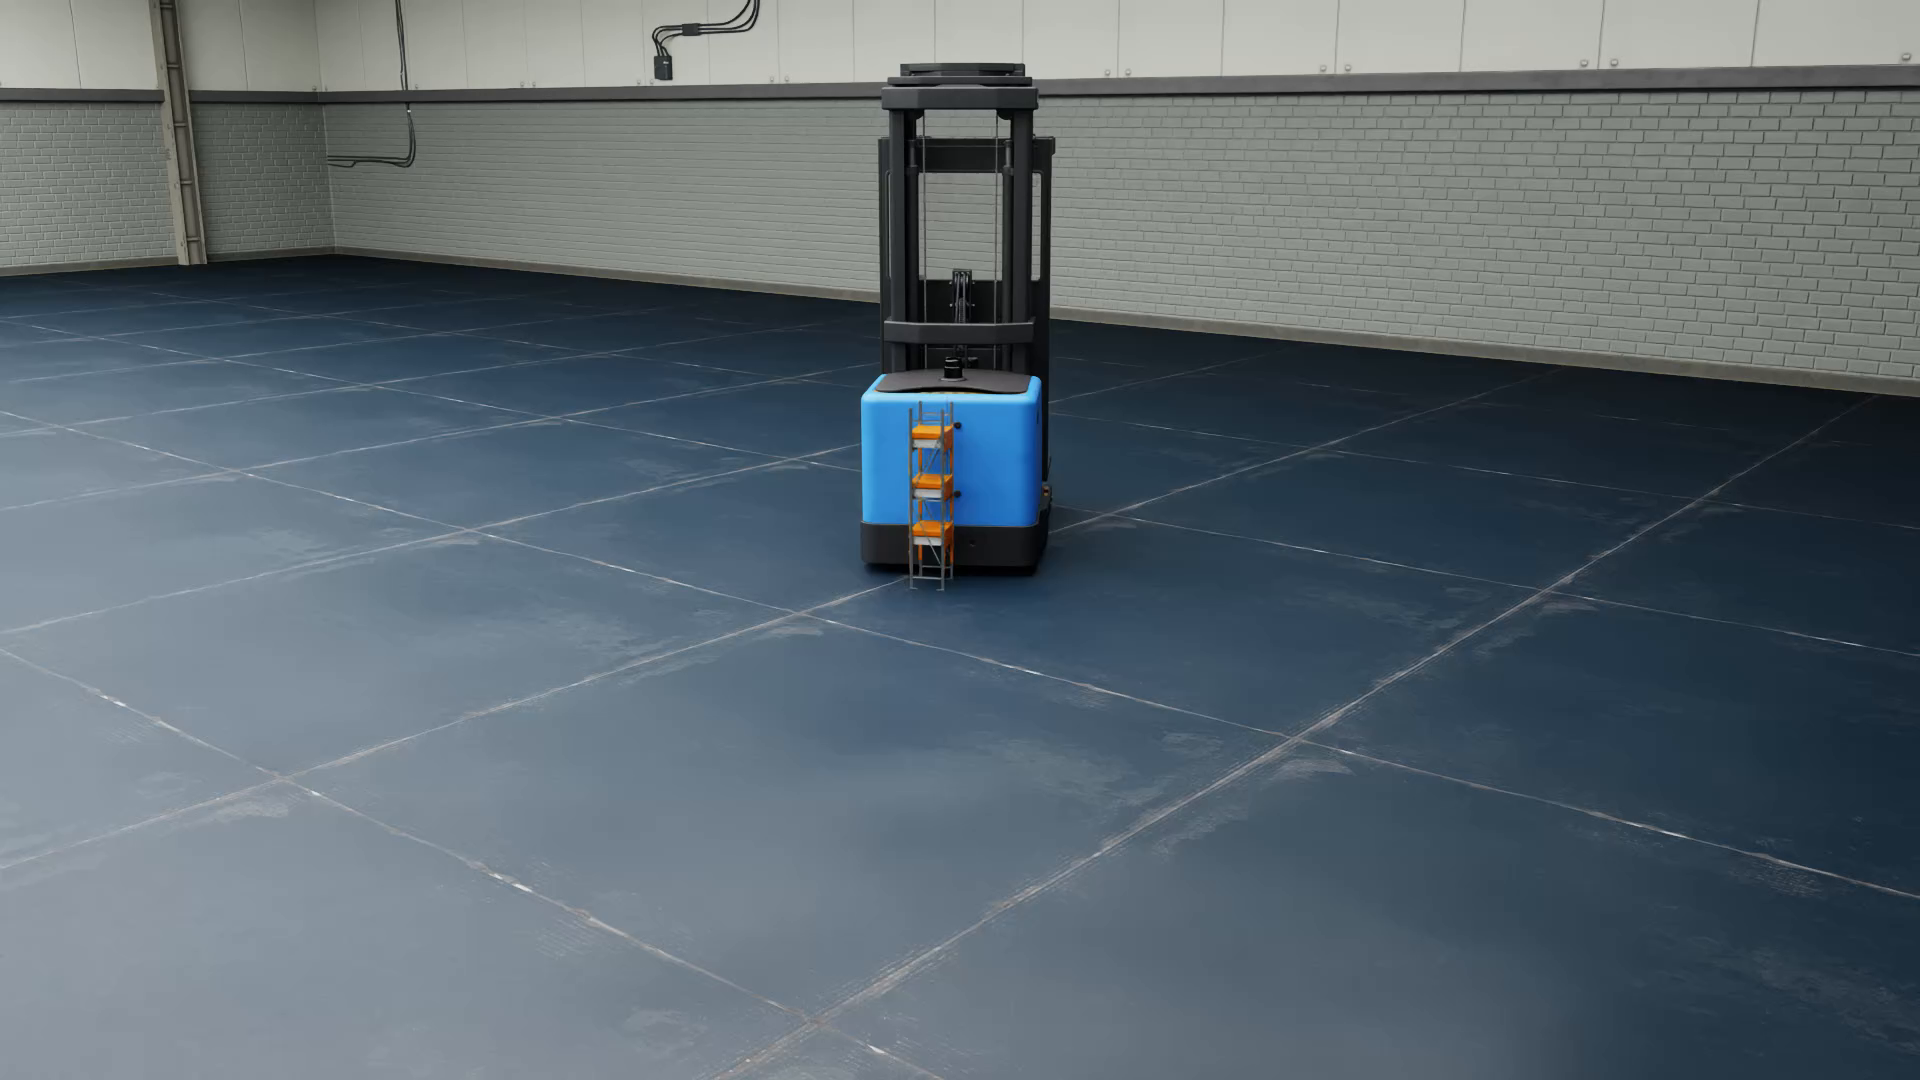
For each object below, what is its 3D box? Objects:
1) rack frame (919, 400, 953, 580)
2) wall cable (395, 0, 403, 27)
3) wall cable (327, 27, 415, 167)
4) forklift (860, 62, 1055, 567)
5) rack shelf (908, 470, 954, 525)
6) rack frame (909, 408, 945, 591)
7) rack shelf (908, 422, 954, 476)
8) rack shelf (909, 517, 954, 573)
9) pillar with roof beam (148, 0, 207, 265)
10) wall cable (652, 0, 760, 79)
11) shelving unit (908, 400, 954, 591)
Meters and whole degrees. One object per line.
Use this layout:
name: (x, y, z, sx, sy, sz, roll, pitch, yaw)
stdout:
rack frame: (-0.138, -0.282, 9.601, 0.200, 1.050, 0.008, 3, 15, 11)
wall cable: (-9.156, -10.333, 29.071, 3.097, 2.526, 0.112, 11, 18, 38)
wall cable: (-11.260, -8.304, 31.341, 3.097, 2.526, 0.112, 11, 18, 38)
forklift: (0.053, -1.575, 10.870, 1.130, 2.935, 3.031, 1, 14, 5)
rack shelf: (-0.162, -0.242, 9.488, 0.215, 0.259, 0.240, 3, 15, 11)
rack frame: (-0.187, -0.223, 9.369, 0.200, 1.050, 0.008, 3, 15, 11)
rack shelf: (-0.162, -0.517, 9.418, 0.215, 0.259, 0.240, 3, 15, 11)
rack shelf: (-0.163, 0.027, 9.556, 0.215, 0.259, 0.240, 3, 15, 11)
pillar with roof beam: (-10.791, -8.783, 26.921, 9.100, 9.000, 0.400, 11, 18, 38)
wall cable: (-3.886, -9.985, 24.745, 2.305, 6.003, 0.169, 11, 18, 38)
shelving unit: (-0.162, -0.253, 9.485, 0.215, 1.050, 0.252, 3, 15, 11)
